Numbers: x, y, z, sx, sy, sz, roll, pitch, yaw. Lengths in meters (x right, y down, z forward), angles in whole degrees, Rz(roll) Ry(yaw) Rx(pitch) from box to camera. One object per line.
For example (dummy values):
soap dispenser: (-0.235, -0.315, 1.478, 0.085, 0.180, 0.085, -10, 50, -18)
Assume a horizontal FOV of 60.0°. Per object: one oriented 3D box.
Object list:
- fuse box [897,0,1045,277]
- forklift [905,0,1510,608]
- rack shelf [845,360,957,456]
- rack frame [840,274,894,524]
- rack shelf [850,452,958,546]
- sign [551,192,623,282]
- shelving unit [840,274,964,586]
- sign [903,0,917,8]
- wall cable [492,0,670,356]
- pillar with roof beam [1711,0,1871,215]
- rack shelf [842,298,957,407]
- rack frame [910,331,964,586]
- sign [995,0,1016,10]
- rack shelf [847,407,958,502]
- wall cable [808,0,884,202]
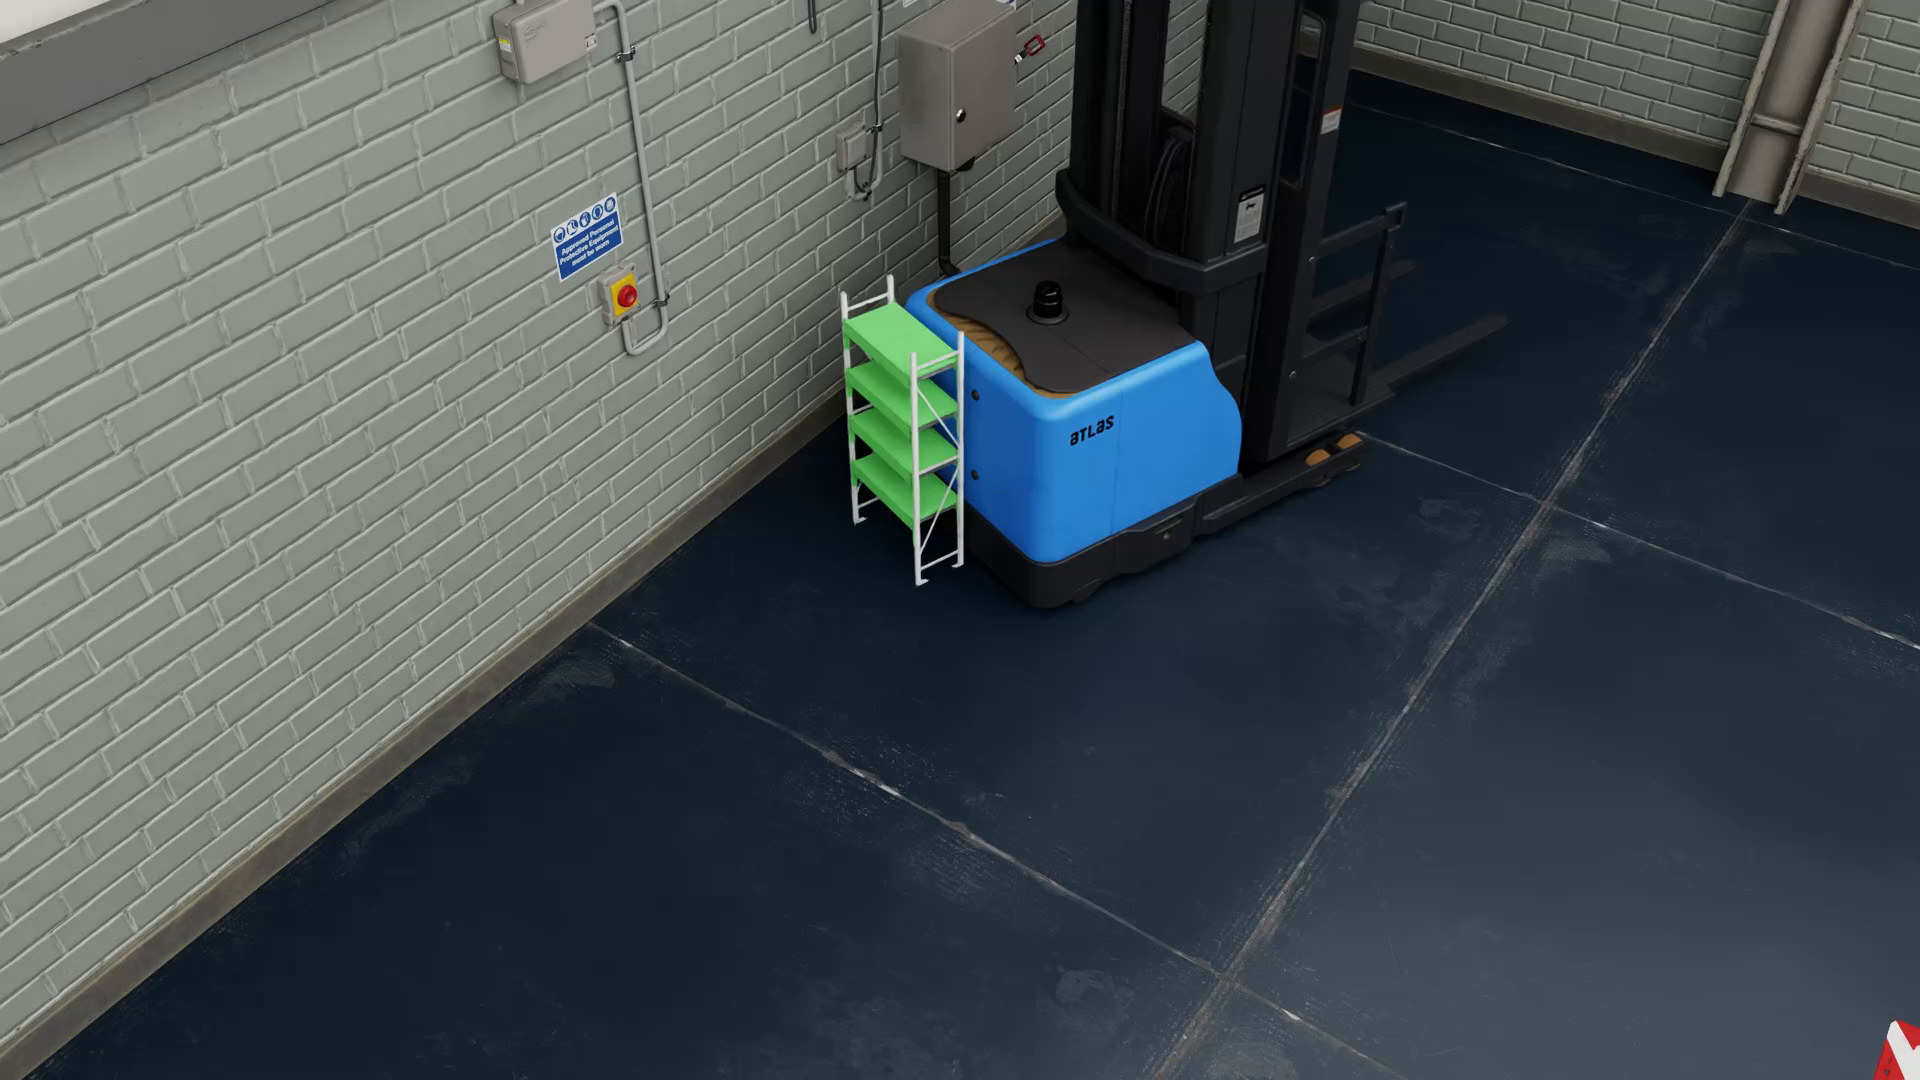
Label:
fuse box: (0.056, -1.611, 7.767, 0.414, 1.711, 0.539, 25, 48, 25)
forklift: (1.258, -1.598, 6.837, 3.031, 2.935, 1.130, -25, 48, -25)
rack shelf: (-0.228, -0.565, 6.717, 0.258, 0.148, 0.480, -25, 48, -25)
rack frame: (-0.369, -0.566, 6.983, 0.240, 1.200, 0.015, -25, 48, -25)
rack shelf: (-0.228, -0.207, 7.037, 0.258, 0.148, 0.480, -25, 48, -25)
sign: (-1.348, -1.098, 6.025, 0.001, 0.218, 0.327, 25, 48, 25)
shelving unit: (-0.228, -0.434, 6.835, 0.258, 1.200, 0.503, -25, 48, -25)
sign: (-0.146, -2.448, 7.117, 0.001, 0.242, 0.339, 25, 48, 25)
wall cable: (-1.270, -1.391, 5.769, 0.123, 1.953, 0.585, 25, 48, 25)
pillar with roof beam: (2.045, -2.975, 3.827, 0.400, 9.000, 9.100, 25, 48, 25)
rack shelf: (-0.228, -0.744, 6.557, 0.258, 0.148, 0.480, -25, 48, -25)
rack frame: (-0.087, -0.301, 6.686, 0.240, 1.200, 0.015, -25, 48, -25)
sign: (0.170, -2.405, 7.759, 0.001, 0.494, 0.329, 25, 48, 25)
rack shelf: (-0.228, -0.386, 6.877, 0.258, 0.148, 0.480, -25, 48, -25)
wall cable: (-0.465, -2.158, 6.650, 0.122, 1.984, 0.588, 25, 48, 25)
